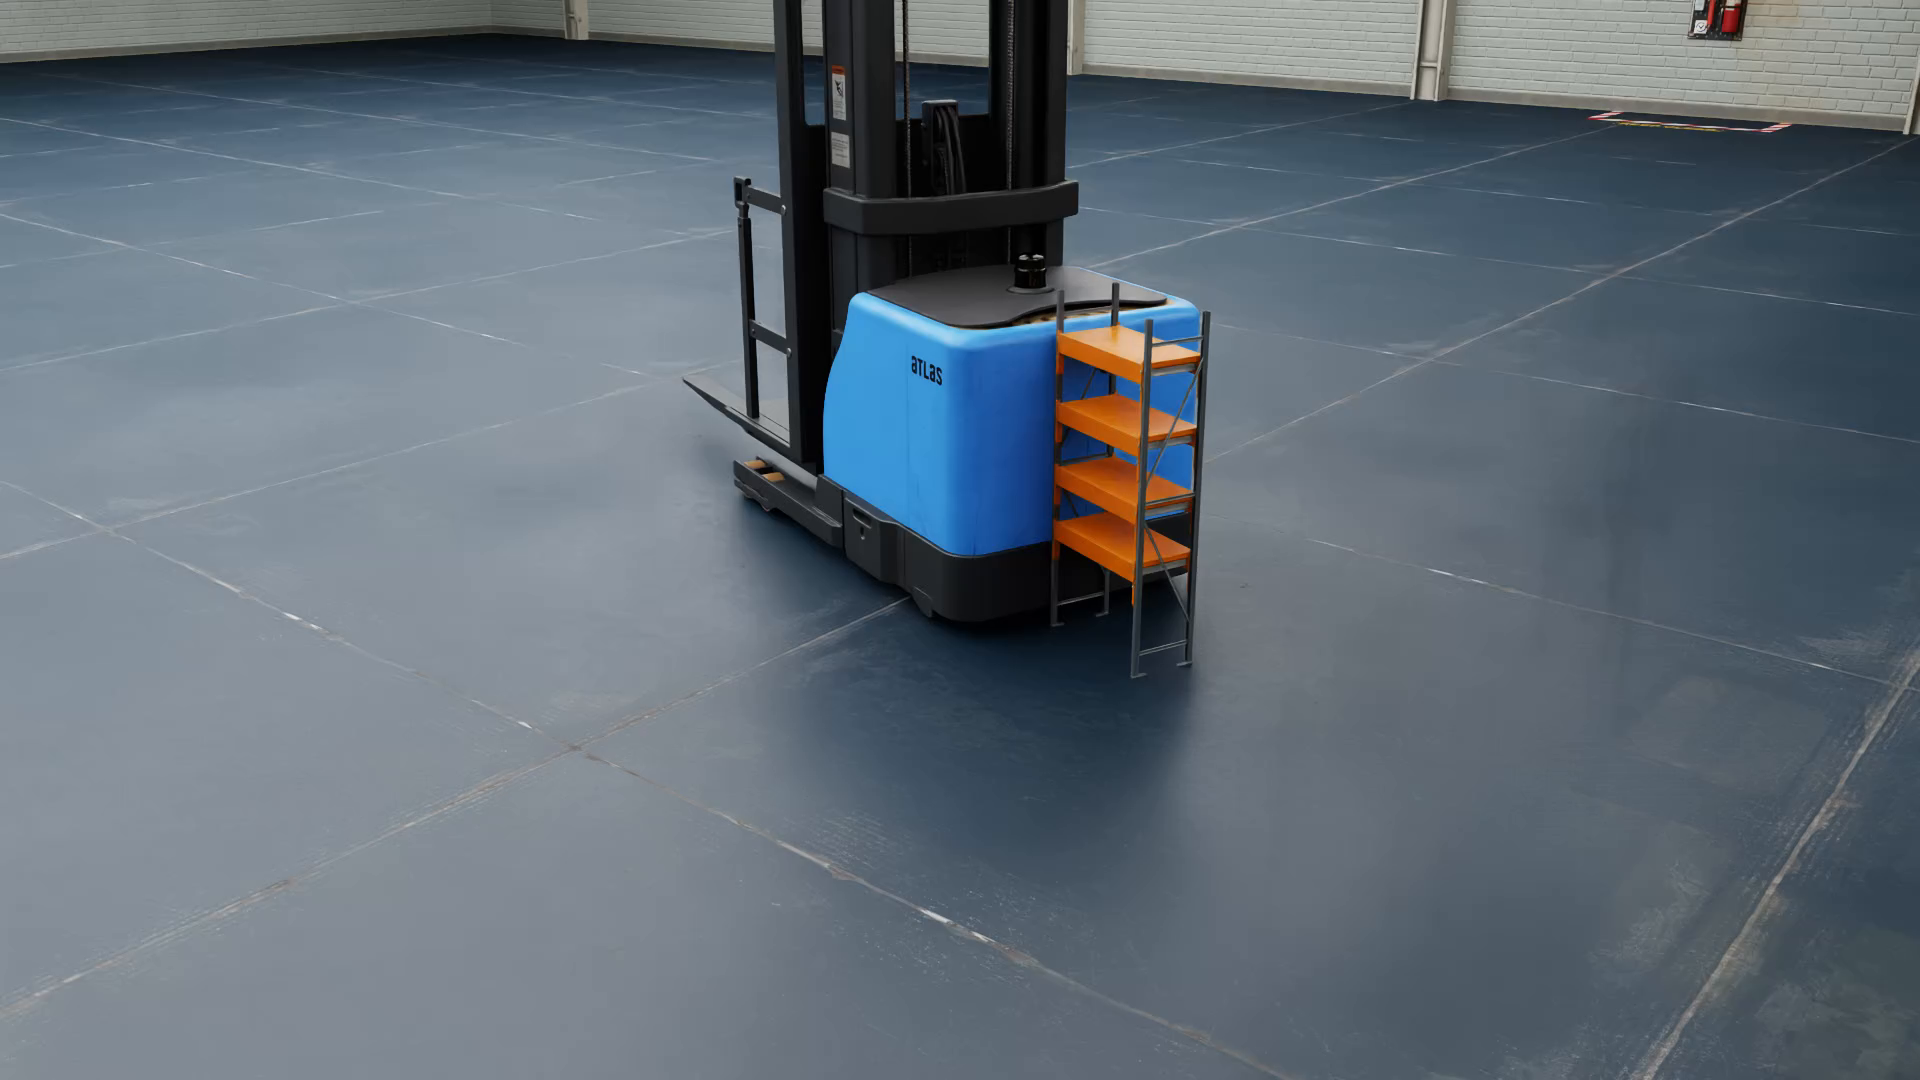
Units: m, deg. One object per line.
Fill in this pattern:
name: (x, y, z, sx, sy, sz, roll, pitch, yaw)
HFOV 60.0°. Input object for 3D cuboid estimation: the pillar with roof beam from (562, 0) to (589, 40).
pillar with roof beam: (-10.338, -13.005, 28.402, 0.400, 9.000, 9.100, 16, 26, 36)

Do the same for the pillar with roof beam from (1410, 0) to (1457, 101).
pillar with roof beam: (3.607, -8.989, 17.753, 0.400, 9.000, 9.100, 16, 26, 36)

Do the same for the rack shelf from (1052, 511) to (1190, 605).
rack shelf: (0.547, 0.047, 5.597, 0.258, 0.148, 0.480, -12, 24, -28)

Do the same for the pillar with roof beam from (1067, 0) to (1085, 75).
pillar with roof beam: (-1.042, -10.328, 21.302, 0.400, 9.000, 9.100, 16, 26, 36)

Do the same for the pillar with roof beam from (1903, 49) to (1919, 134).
pillar with roof beam: (8.255, -7.651, 14.203, 0.400, 9.000, 9.100, 16, 26, 36)

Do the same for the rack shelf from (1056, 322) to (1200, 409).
rack shelf: (0.547, -0.570, 5.365, 0.258, 0.148, 0.480, -12, 24, -28)

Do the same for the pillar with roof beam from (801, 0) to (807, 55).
pillar with roof beam: (-5.690, -11.667, 24.852, 0.400, 9.000, 9.100, 16, 26, 36)

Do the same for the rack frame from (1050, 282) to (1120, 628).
rack frame: (0.424, -0.277, 5.701, 0.240, 1.200, 0.015, -12, 24, -28)

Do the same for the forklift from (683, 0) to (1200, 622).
forklift: (-0.313, -1.562, 6.656, 1.130, 2.935, 3.031, -12, 24, -28)

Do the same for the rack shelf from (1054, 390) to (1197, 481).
rack shelf: (0.547, -0.348, 5.448, 0.258, 0.148, 0.480, -12, 24, -28)

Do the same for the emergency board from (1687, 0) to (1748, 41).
emergency board: (9.087, -6.582, 19.872, 0.643, 1.169, 0.194, 16, 26, 36)

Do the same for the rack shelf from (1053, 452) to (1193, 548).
rack shelf: (0.547, -0.139, 5.527, 0.258, 0.148, 0.480, -12, 24, -28)

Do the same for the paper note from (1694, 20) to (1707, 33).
paper note: (8.993, -6.228, 20.182, 0.142, 0.148, 0.016, 16, 26, 36)

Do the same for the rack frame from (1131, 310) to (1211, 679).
rack frame: (0.669, -0.127, 5.306, 0.240, 1.200, 0.015, -12, 24, -28)

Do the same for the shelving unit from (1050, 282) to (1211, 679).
shelving unit: (0.547, -0.202, 5.503, 0.258, 1.200, 0.503, -12, 24, -28)
